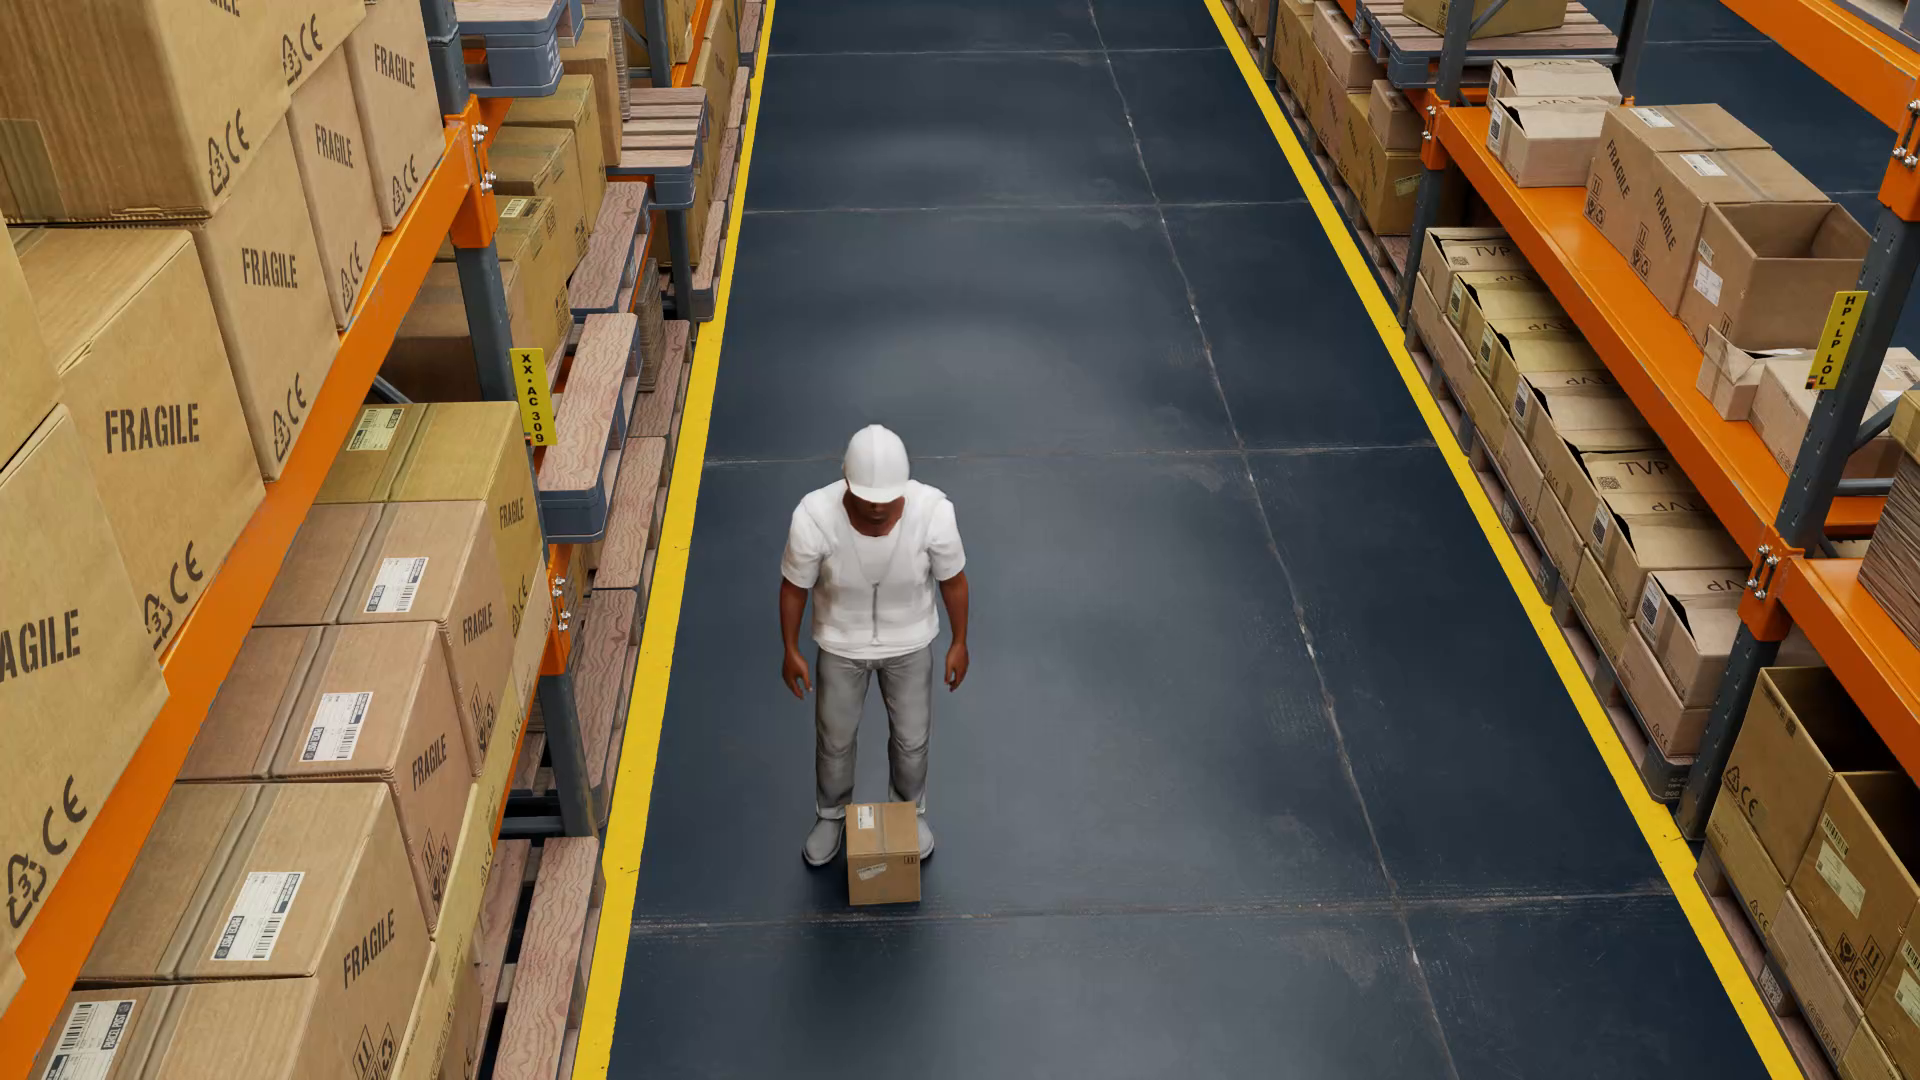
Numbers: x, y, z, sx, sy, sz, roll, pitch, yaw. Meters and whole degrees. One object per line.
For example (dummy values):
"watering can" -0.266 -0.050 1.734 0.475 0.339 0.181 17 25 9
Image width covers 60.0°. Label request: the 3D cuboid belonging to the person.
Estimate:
"person" -0.286 0.359 5.617 0.638 1.761 0.458 -3 35 -4
